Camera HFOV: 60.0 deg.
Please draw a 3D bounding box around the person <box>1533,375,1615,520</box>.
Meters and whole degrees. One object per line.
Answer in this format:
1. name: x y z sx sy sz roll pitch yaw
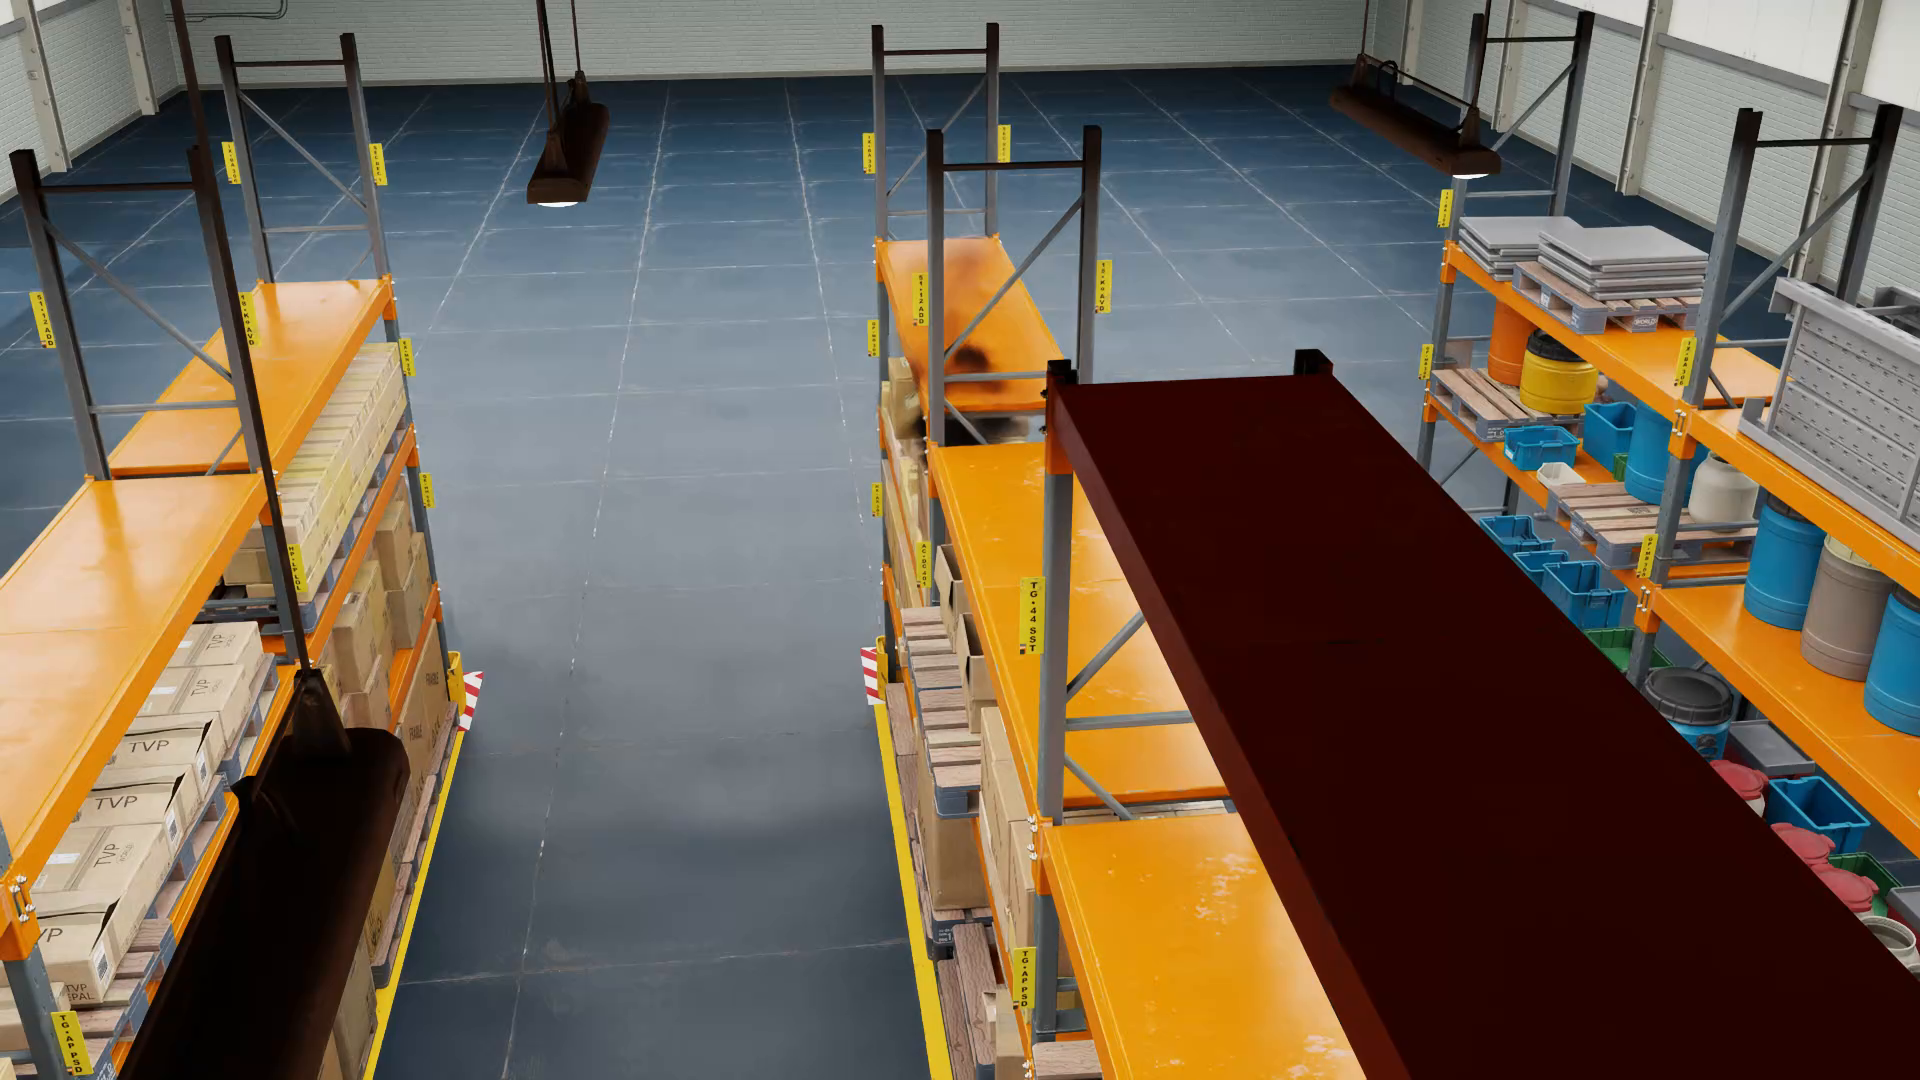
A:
1. person: 6.994 -0.963 18.468 0.973 1.792 0.693 11 28 22
